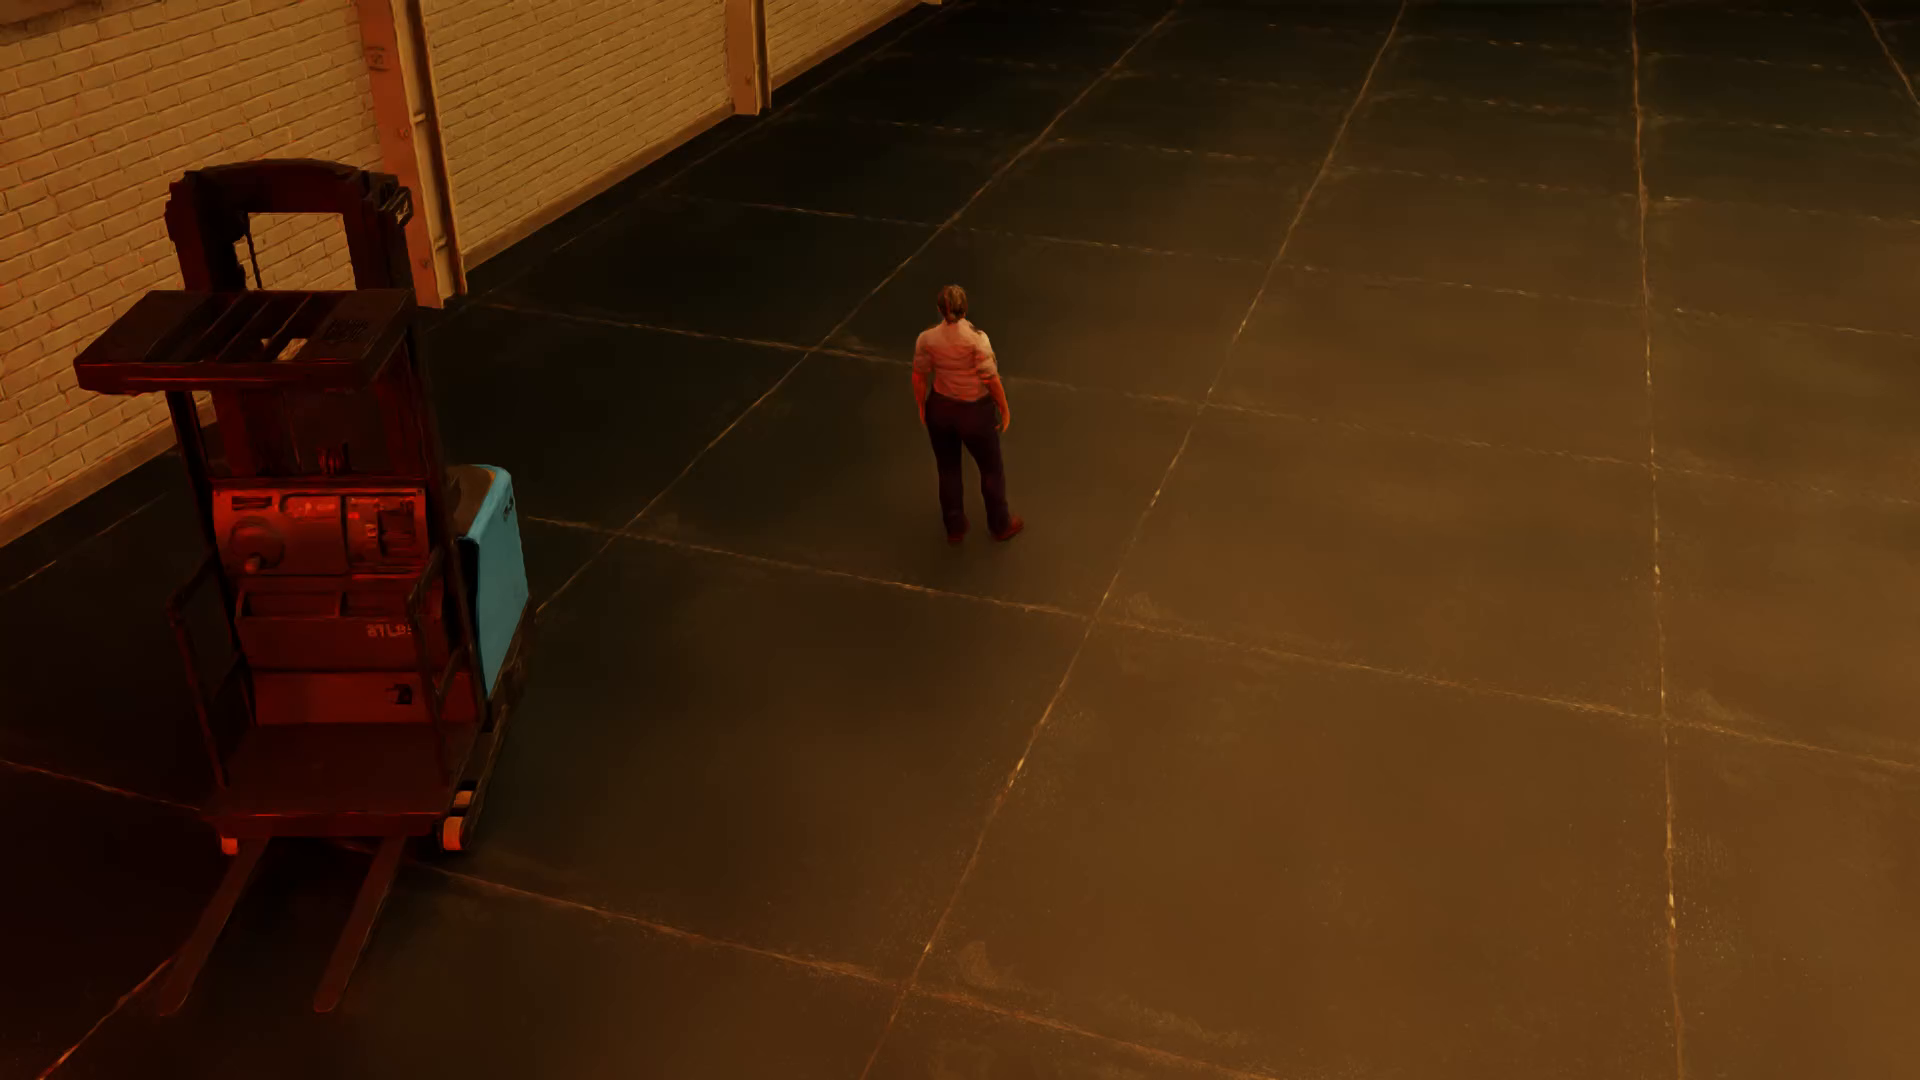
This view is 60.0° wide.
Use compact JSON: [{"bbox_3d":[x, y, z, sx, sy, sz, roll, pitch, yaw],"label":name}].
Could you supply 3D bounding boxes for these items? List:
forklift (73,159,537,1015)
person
[{"bbox_3d":[-2.802,0.001,7.134,1.130,2.935,3.031,-1,30,-1],"label":"forklift"},{"bbox_3d":[0.051,-0.760,9.752,0.599,1.650,0.502,10,31,16],"label":"person"}]
